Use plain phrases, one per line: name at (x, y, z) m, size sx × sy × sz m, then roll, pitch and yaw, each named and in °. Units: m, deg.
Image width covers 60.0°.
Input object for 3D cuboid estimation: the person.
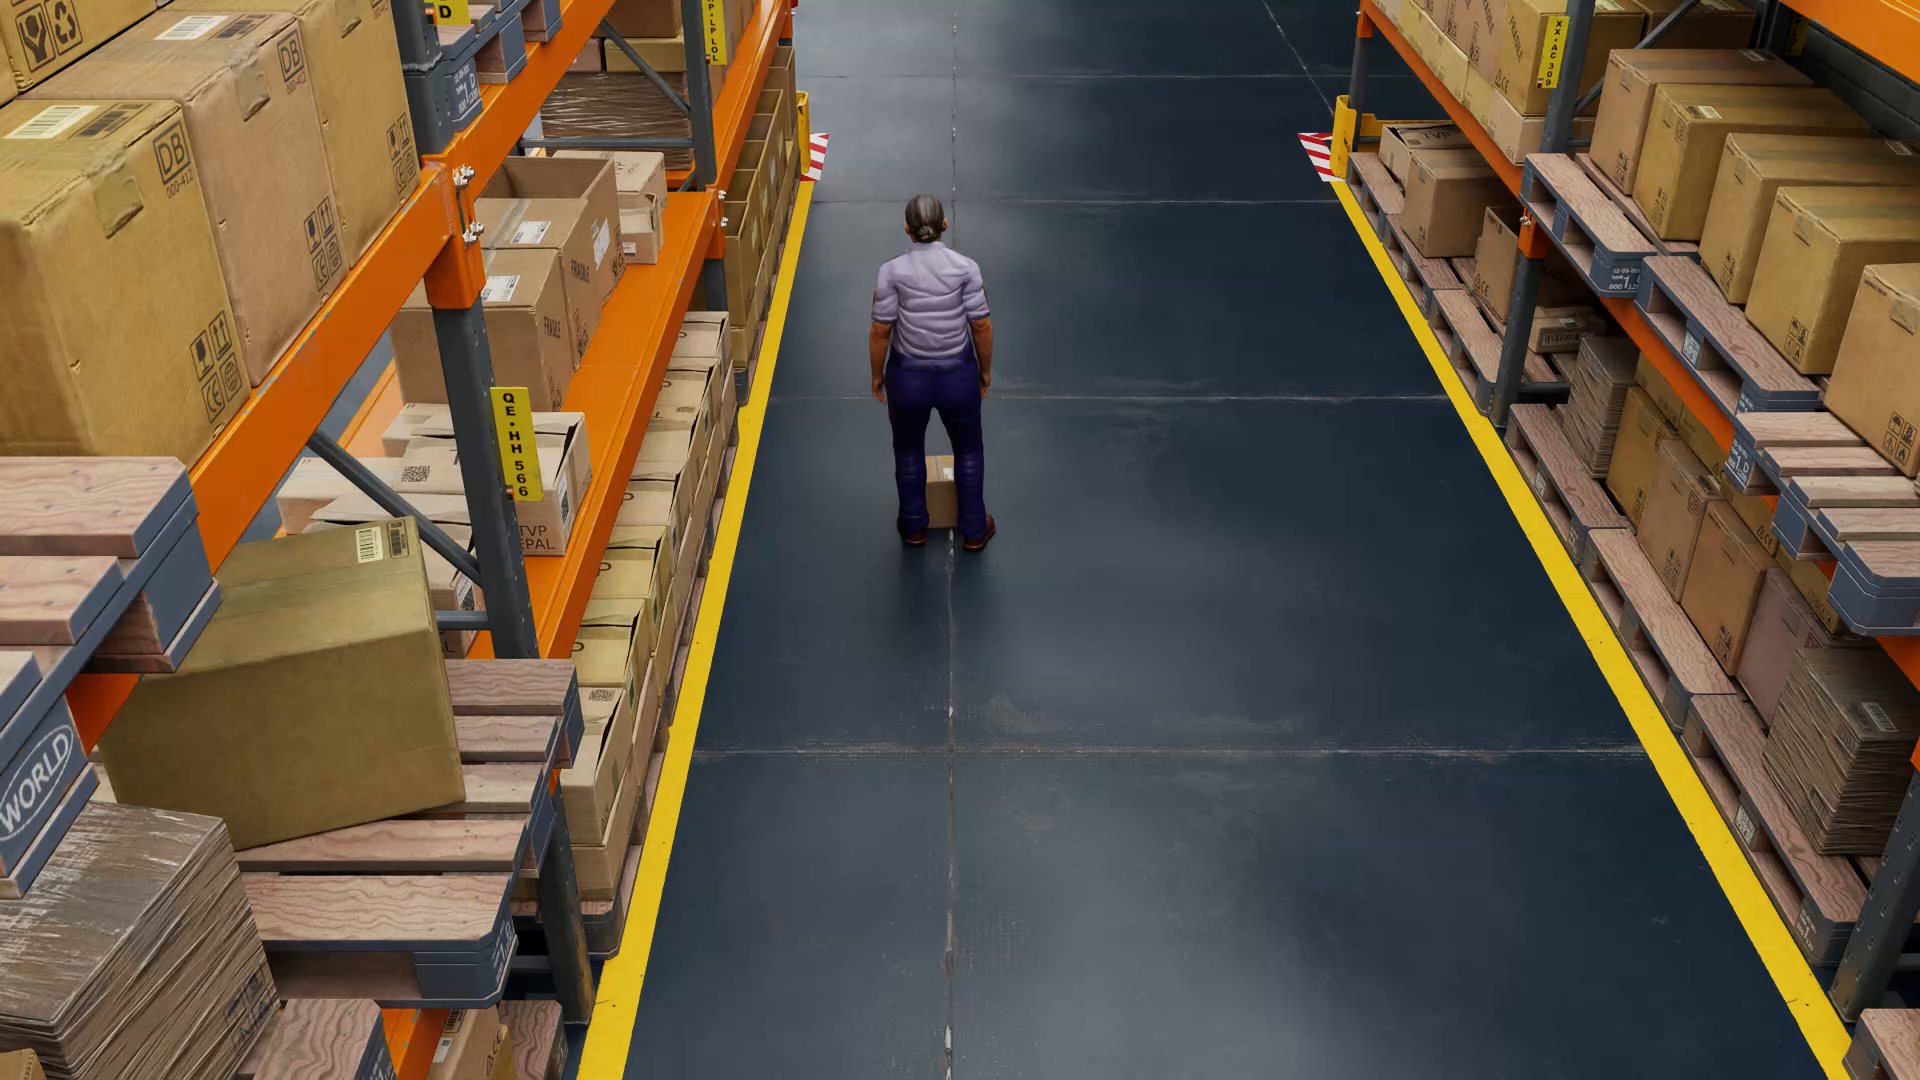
person at (-0.111, -0.714, 7.296) m, size 0.563 × 1.653 × 0.418 m, roll -2°, pitch 32°, yaw -3°
